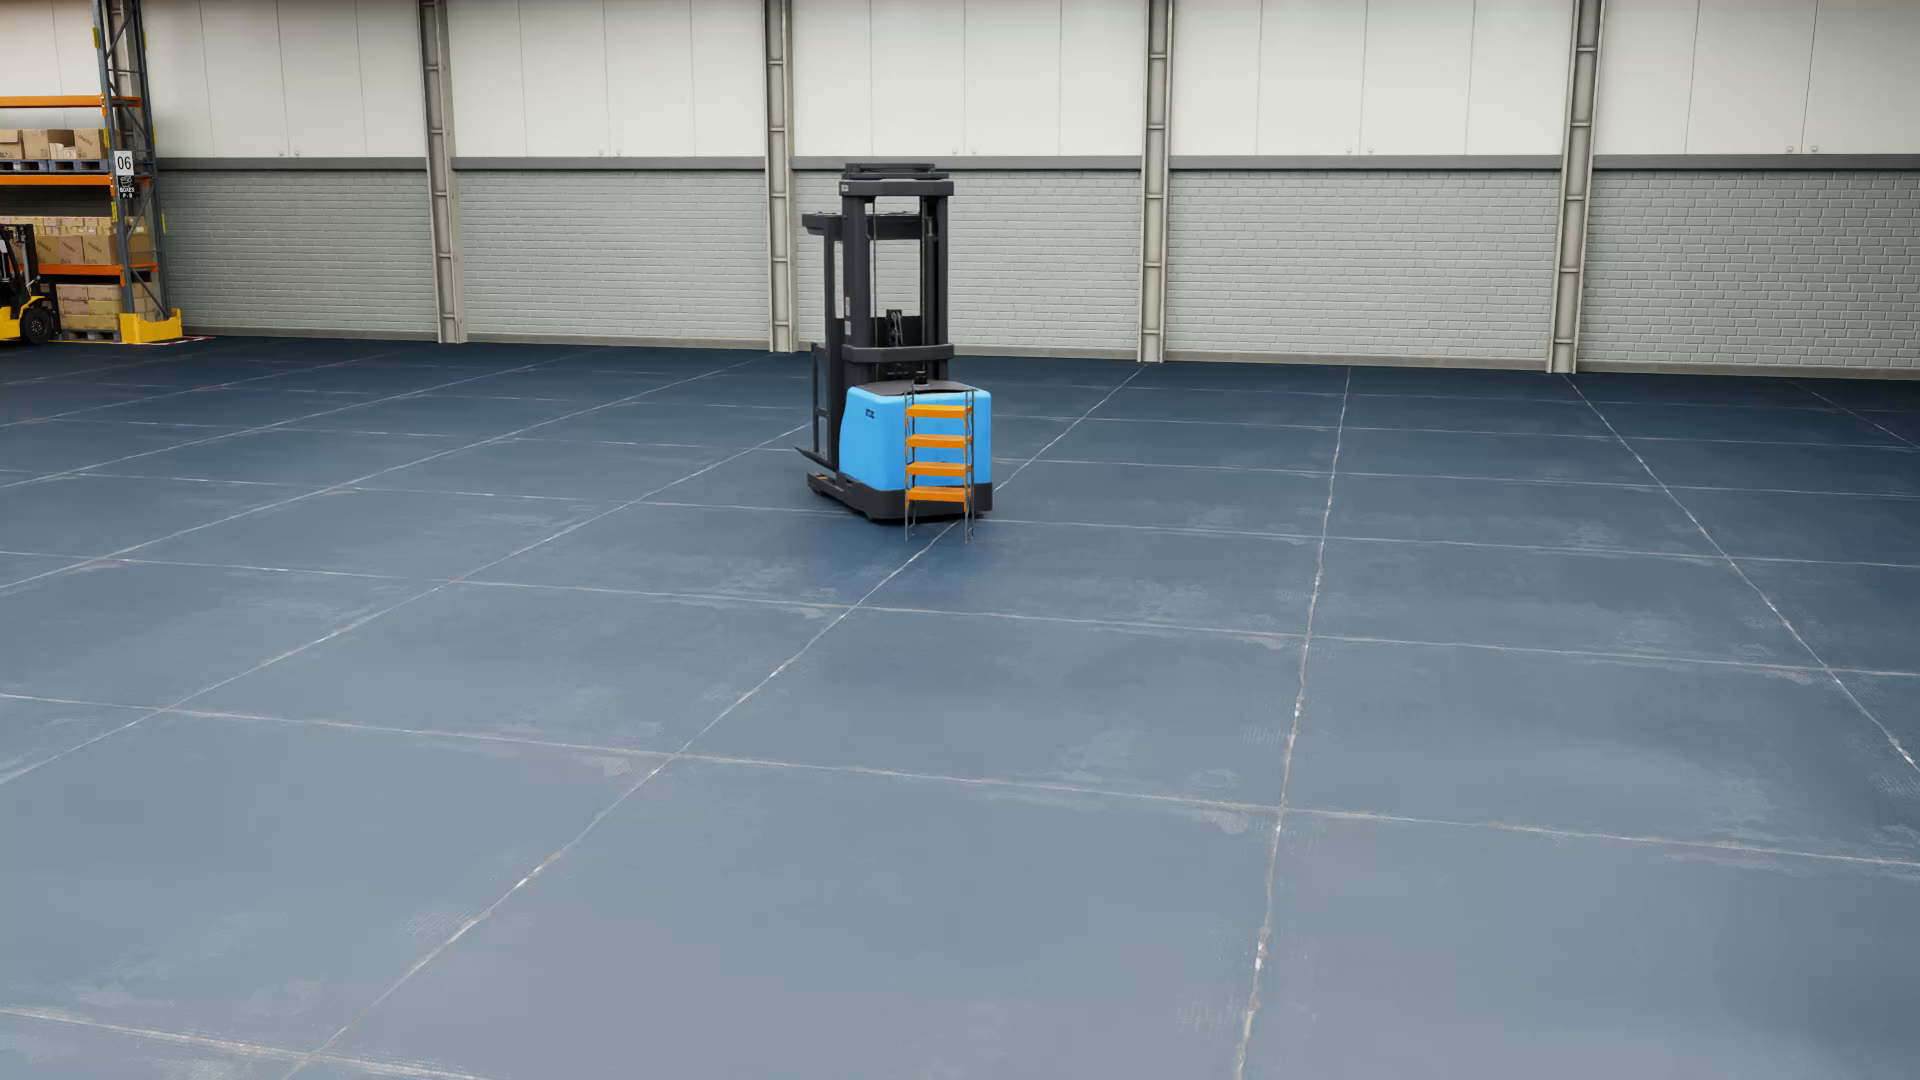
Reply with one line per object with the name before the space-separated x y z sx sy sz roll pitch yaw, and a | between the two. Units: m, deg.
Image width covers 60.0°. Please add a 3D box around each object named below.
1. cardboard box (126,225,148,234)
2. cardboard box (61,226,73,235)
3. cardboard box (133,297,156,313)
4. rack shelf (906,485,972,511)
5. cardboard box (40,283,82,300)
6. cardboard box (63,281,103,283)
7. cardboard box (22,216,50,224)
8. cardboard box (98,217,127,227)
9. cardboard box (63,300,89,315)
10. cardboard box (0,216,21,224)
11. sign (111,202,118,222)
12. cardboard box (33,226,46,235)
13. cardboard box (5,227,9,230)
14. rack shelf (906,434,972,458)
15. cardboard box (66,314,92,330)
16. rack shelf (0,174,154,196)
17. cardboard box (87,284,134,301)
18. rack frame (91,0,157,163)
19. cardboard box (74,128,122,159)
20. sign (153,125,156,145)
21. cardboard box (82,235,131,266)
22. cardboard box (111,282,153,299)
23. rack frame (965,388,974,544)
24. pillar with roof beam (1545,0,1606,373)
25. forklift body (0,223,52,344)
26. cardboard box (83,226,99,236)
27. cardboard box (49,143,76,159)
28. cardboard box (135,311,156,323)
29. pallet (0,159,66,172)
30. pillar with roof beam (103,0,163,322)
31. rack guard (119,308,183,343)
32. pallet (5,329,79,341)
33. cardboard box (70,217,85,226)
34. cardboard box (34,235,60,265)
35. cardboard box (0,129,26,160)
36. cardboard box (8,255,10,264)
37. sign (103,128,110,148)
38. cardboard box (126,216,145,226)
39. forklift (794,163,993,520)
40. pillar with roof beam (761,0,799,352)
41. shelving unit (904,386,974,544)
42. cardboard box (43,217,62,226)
cardboard box | -14.325 -5.382 28.838 0.250 0.149 0.380 3 13 12
cardboard box | -15.192 -5.318 28.548 0.250 0.149 0.380 3 13 13
cardboard box | -14.464 -4.119 29.099 0.500 0.250 0.500 3 13 15
rack shelf | -0.161 -0.335 13.200 0.480 0.148 0.258 3 13 14
cardboard box | -15.569 -4.303 28.773 0.500 0.250 0.500 3 13 14
cardboard box | -15.448 -4.413 29.271 0.500 0.250 0.500 3 13 13
cardboard box | -15.946 -5.508 28.718 0.250 0.149 0.380 3 13 14
cardboard box | -14.456 -5.429 28.365 0.250 0.149 0.380 3 13 14
cardboard box | -15.089 -4.039 28.737 0.500 0.250 0.500 3 13 13
cardboard box | -16.433 -5.534 28.835 0.250 0.149 0.380 3 13 13
sign | -14.201 -5.512 27.932 0.005 0.325 0.100 3 13 14
cardboard box | -15.712 -5.330 28.606 0.250 0.149 0.380 3 13 14
cardboard box | -16.459 -5.373 28.798 0.250 0.149 0.380 3 13 12
rack shelf | -0.161 -0.747 13.109 0.480 0.148 0.258 3 13 14
cardboard box | -15.070 -3.793 28.782 0.500 0.250 0.500 3 13 14
rack shelf | -15.999 -6.161 28.815 4.000 0.370 1.077 3 13 14
cardboard box | -14.579 -4.254 28.550 0.500 0.250 0.500 4 13 15
rack frame | -14.057 -7.873 27.944 0.127 3.000 1.000 3 13 14
cardboard box | -14.546 -6.683 28.075 0.500 0.500 0.500 3 13 15
sign | -13.919 -6.991 28.691 0.005 0.325 0.100 3 13 14
cardboard box | -14.598 -4.964 28.450 0.500 0.500 0.500 3 13 12
cardboard box | -14.479 -4.360 29.030 0.500 0.250 0.500 3 13 13
rack frame | 0.076 -0.582 13.085 0.015 1.200 0.240 3 13 14
pillar with roof beam | 7.752 -5.948 19.267 0.400 9.000 9.100 3 13 14
forklift body | -16.336 -4.245 27.401 1.214 2.155 2.313 3 13 14
cardboard box | -14.716 -5.276 28.360 0.250 0.149 0.380 3 13 14
cardboard box | -15.181 -6.589 28.193 0.258 0.266 0.396 3 13 14
cardboard box | -14.487 -3.874 29.147 0.500 0.250 0.500 3 13 14
pallet | -15.926 -6.471 28.752 1.213 0.211 1.003 3 13 14
pillar with roof beam | -15.549 -7.194 24.881 0.400 9.000 9.100 3 13 14
rack guard | -14.034 -3.723 28.859 0.348 0.500 1.175 3 13 14
pallet | -15.991 -3.678 29.323 1.213 0.211 1.003 3 13 14
cardboard box | -14.963 -5.444 28.429 0.250 0.149 0.380 3 13 15
cardboard box | -15.597 -5.019 28.699 0.500 0.500 0.500 3 13 12
cardboard box | -16.075 -6.797 28.582 0.637 0.503 0.797 3 13 15
cardboard box | -16.571 -5.073 28.944 0.500 0.500 0.500 3 13 13
sign | -14.201 -6.689 27.671 0.005 0.325 0.100 3 13 14
cardboard box | -14.332 -5.517 28.762 0.250 0.149 0.380 3 13 12
forklift | -0.753 -1.870 14.897 1.130 2.935 3.031 -5 13 -22
pillar with roof beam | -3.898 -6.571 22.074 0.400 9.000 9.100 3 13 14
shelving unit | -0.161 -0.594 13.143 0.503 1.200 0.258 3 13 14
cardboard box | -15.466 -5.462 28.513 0.250 0.149 0.380 3 13 15
